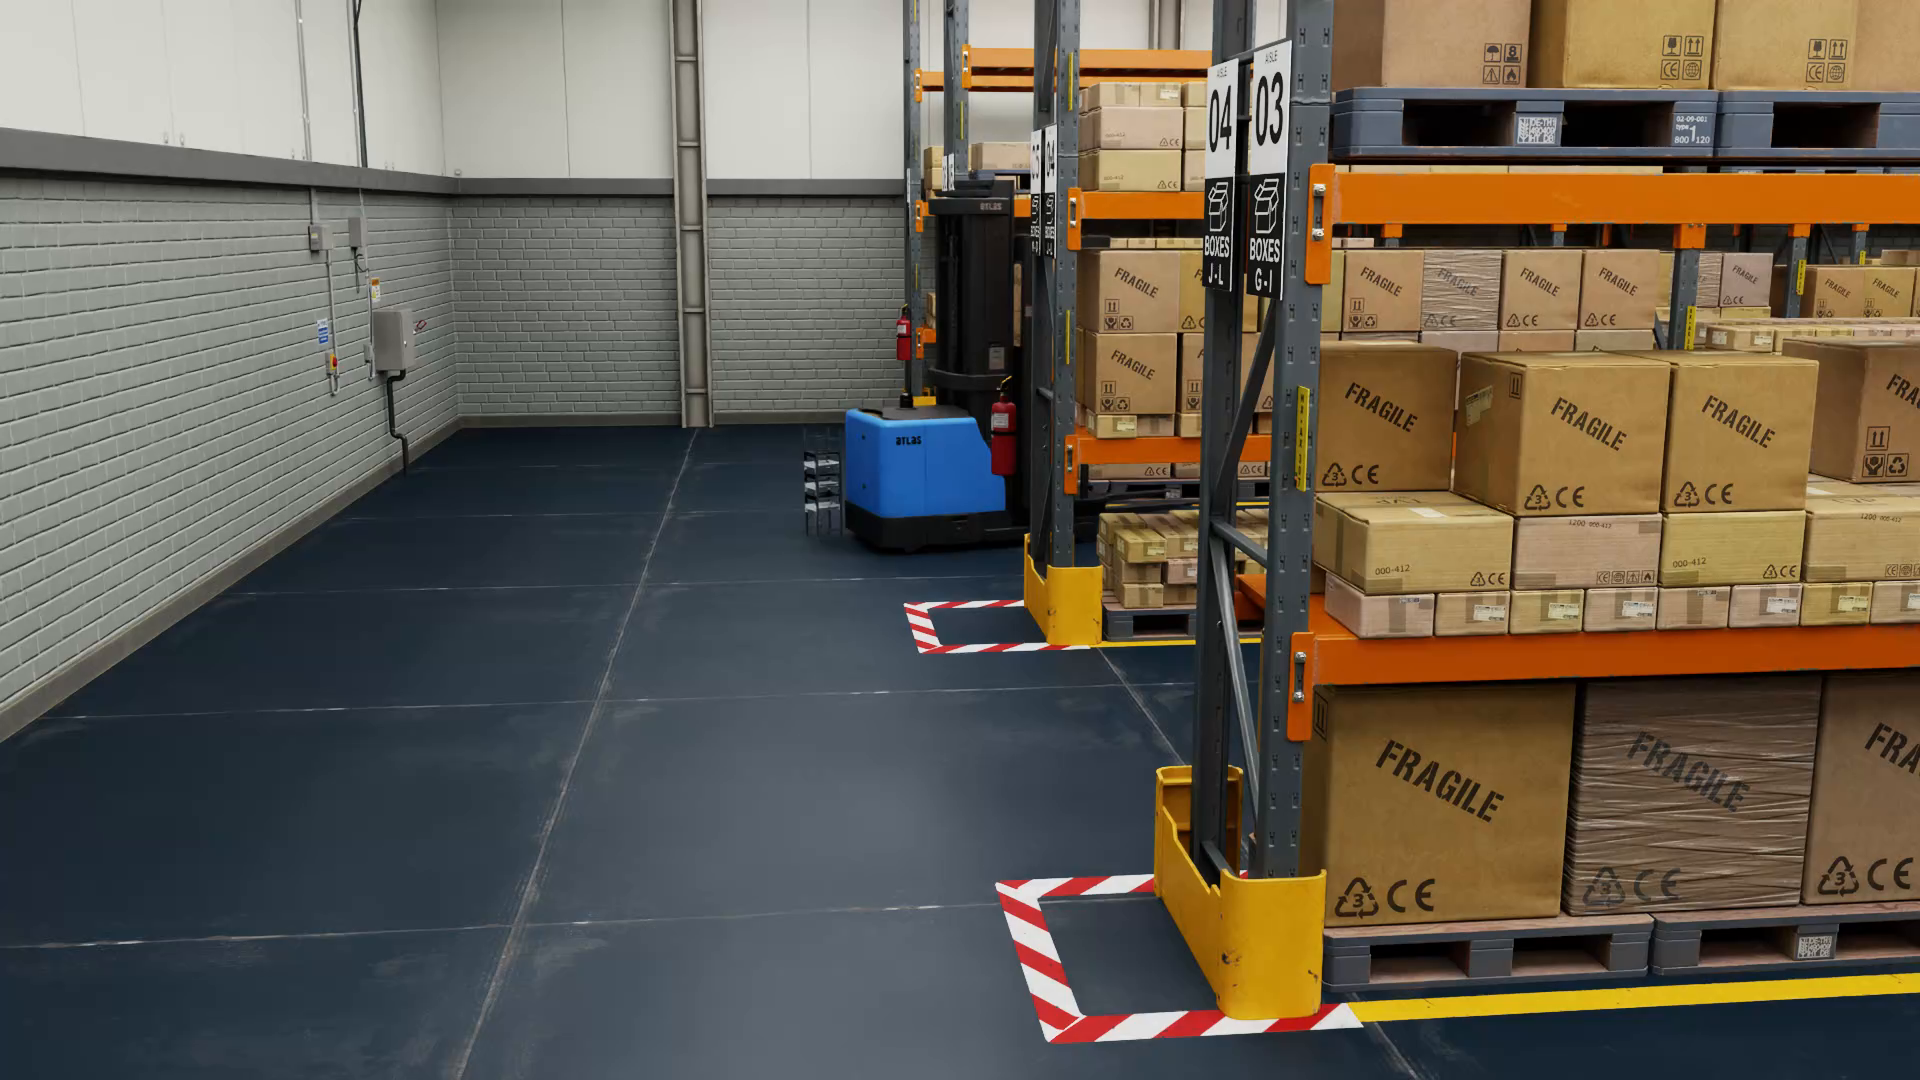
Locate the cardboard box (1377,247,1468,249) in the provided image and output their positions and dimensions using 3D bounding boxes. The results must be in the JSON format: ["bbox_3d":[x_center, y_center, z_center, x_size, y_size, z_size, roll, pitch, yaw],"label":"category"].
[{"bbox_3d":[3.079,-1.705,11.145,0.500,0.500,0.500,-1,11,-5],"label":"cardboard box"}]

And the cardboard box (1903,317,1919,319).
[{"bbox_3d":[6.762,-1.459,11.532,0.250,0.149,0.380,-1,11,-4],"label":"cardboard box"}]

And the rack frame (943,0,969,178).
[{"bbox_3d":[-0.039,-4.808,14.998,0.127,3.000,1.000,-1,11,-6],"label":"rack frame"}]

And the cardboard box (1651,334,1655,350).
[{"bbox_3d":[6.431,-1.876,16.025,0.500,0.250,0.500,-1,11,-7],"label":"cardboard box"}]

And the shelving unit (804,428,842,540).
[{"bbox_3d":[5.923,-1.354,10.256,8.543,4.044,13.591,-7,13,-32],"label":"shelving unit"}]

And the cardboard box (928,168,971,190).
[{"bbox_3d":[-0.109,-4.318,19.895,0.500,0.250,0.500,-1,11,-7],"label":"cardboard box"}]

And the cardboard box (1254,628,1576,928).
[{"bbox_3d":[1.658,0.844,6.220,0.875,0.875,0.875,-1,11,-6],"label":"cardboard box"}]

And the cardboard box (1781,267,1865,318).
[{"bbox_3d":[8.386,-2.397,16.168,0.500,0.500,0.500,-2,11,-8],"label":"cardboard box"}]

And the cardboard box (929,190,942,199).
[{"bbox_3d":[-0.237,-4.127,19.960,0.250,0.149,0.380,-1,11,-5],"label":"cardboard box"}]

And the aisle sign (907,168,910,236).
[{"bbox_3d":[-0.615,-4.034,19.874,0.004,0.787,0.394,-1,11,-6],"label":"aisle sign"}]

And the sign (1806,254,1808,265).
[{"bbox_3d":[11.289,-3.637,22.140,0.005,0.325,0.100,-1,11,-6],"label":"sign"}]

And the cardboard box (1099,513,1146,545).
[{"bbox_3d":[1.095,-0.076,11.239,0.250,0.149,0.380,-1,11,-5],"label":"cardboard box"}]

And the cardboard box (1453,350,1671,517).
[{"bbox_3d":[2.034,-0.373,5.664,0.500,0.500,0.500,-1,11,-7],"label":"cardboard box"}]

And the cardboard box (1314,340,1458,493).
[{"bbox_3d":[1.487,-0.465,6.131,0.500,0.500,0.500,-1,11,-5],"label":"cardboard box"}]

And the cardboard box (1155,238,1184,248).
[{"bbox_3d":[1.890,-2.701,15.299,0.250,0.149,0.380,-1,11,-7],"label":"cardboard box"}]

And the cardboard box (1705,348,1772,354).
[{"bbox_3d":[5.014,-1.150,10.731,0.250,0.149,0.380,-1,11,-5],"label":"cardboard box"}]

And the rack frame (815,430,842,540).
[{"bbox_3d":[-1.094,-0.458,13.862,0.240,0.900,0.006,-7,13,-32],"label":"rack frame"}]

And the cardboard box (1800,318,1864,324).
[{"bbox_3d":[5.980,-1.442,11.448,0.250,0.149,0.380,-2,11,-8],"label":"cardboard box"}]

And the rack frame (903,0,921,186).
[{"bbox_3d":[-0.579,-5.760,19.840,0.127,3.000,1.000,-1,11,-6],"label":"rack frame"}]

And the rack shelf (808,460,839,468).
[{"bbox_3d":[5.933,-1.650,10.198,8.524,3.440,13.581,-7,13,-32],"label":"rack shelf"}]

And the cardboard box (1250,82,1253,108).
[{"bbox_3d":[1.717,-2.718,10.202,0.250,0.149,0.380,-1,11,-5],"label":"cardboard box"}]

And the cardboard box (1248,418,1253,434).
[{"bbox_3d":[1.718,-0.778,10.703,0.250,0.149,0.380,-1,11,-3],"label":"cardboard box"}]

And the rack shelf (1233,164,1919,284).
[{"bbox_3d":[3.019,-1.125,5.902,4.000,0.370,1.077,-1,11,-6],"label":"rack shelf"}]

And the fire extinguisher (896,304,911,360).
[{"bbox_3d":[-0.676,-2.504,19.996,0.183,0.674,0.296,-1,11,-6],"label":"fire extinguisher"}]

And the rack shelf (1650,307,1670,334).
[{"bbox_3d":[6.444,-2.118,15.960,0.513,0.250,0.513,-1,11,-6],"label":"rack shelf"}]

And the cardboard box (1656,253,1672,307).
[{"bbox_3d":[6.424,-2.489,15.900,0.500,0.500,0.500,-1,11,-6],"label":"cardboard box"}]

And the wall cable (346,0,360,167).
[{"bbox_3d":[-5.743,-4.780,14.855,0.029,3.000,2.355,-1,11,-6],"label":"wall cable"}]

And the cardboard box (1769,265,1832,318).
[{"bbox_3d":[8.336,-2.495,16.665,0.500,0.500,0.500,-2,11,-8],"label":"cardboard box"}]

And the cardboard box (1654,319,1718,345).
[{"bbox_3d":[4.950,-1.421,11.342,0.250,0.149,0.380,-1,11,-3],"label":"cardboard box"}]

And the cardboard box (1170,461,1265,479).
[{"bbox_3d":[2.411,-0.886,16.150,0.875,0.438,0.875,-2,11,-8],"label":"cardboard box"}]

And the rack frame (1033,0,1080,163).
[{"bbox_3d":[0.596,-3.861,10.180,0.127,3.000,1.000,-1,11,-6],"label":"rack frame"}]

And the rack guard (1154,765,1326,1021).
[{"bbox_3d":[1.007,1.263,6.149,0.348,0.500,1.175,-1,11,-6],"label":"rack guard"}]

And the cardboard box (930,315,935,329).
[{"bbox_3d":[-0.223,-2.647,20.210,0.250,0.149,0.380,-1,11,-7],"label":"cardboard box"}]

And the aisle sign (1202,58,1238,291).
[{"bbox_3d":[0.927,-1.296,5.944,0.004,0.787,0.394,-1,11,-6],"label":"aisle sign"}]

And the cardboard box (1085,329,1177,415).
[{"bbox_3d":[1.072,-1.069,10.499,0.500,0.500,0.500,-1,11,-3],"label":"cardboard box"}]

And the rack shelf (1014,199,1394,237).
[{"bbox_3d":[1.949,-3.025,15.569,4.000,0.370,1.077,-1,11,-6],"label":"rack shelf"}]

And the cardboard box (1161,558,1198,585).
[{"bbox_3d":[1.423,0.173,10.744,0.250,0.149,0.380,-1,11,-6],"label":"cardboard box"}]

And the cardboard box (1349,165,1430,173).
[{"bbox_3d":[8.243,-2.977,13.463,12.308,0.399,5.552,-1,11,-6],"label":"cardboard box"}]

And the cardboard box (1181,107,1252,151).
[{"bbox_3d":[1.579,-2.531,10.285,0.500,0.250,0.500,-1,11,-7],"label":"cardboard box"}]

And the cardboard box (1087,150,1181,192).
[{"bbox_3d":[1.070,-2.276,10.282,0.529,0.250,0.529,-1,11,-7],"label":"cardboard box"}]

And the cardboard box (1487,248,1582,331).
[{"bbox_3d":[3.621,-1.613,10.674,0.500,0.500,0.500,-2,11,-8],"label":"cardboard box"}]

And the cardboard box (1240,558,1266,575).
[{"bbox_3d":[1.923,0.166,10.777,0.250,0.149,0.380,-1,11,-4],"label":"cardboard box"}]

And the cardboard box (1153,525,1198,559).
[{"bbox_3d":[1.414,0.009,10.807,0.250,0.149,0.380,-1,11,-5],"label":"cardboard box"}]

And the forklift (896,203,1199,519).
[{"bbox_3d":[2.352,-3.423,17.776,9.201,5.209,7.933,-4,12,-21],"label":"forklift"}]

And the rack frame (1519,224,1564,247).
[{"bbox_3d":[7.374,-2.983,21.266,0.127,3.000,1.000,-1,11,-6],"label":"rack frame"}]

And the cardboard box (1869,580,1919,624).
[{"bbox_3d":[3.209,0.177,5.844,0.250,0.149,0.380,-1,11,-5],"label":"cardboard box"}]

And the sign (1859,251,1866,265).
[{"bbox_3d":[11.419,-3.492,21.058,0.005,0.325,0.100,-1,11,-6],"label":"sign"}]

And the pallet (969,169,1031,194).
[{"bbox_3d":[0.697,-3.310,15.385,1.213,0.211,1.003,-1,11,-6],"label":"pallet"}]

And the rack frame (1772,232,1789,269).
[{"bbox_3d":[7.913,-2.032,16.428,0.053,2.616,0.949,-1,11,-6],"label":"rack frame"}]

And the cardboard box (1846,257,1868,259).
[{"bbox_3d":[11.889,-3.642,21.904,0.250,0.149,0.380,-2,11,-8],"label":"cardboard box"}]

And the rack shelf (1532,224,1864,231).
[{"bbox_3d":[9.362,-4.144,21.258,4.000,0.370,1.077,-1,11,-6],"label":"rack shelf"}]

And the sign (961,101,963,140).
[{"bbox_3d":[0.015,-3.698,14.654,0.005,0.325,0.100,-1,11,-6],"label":"sign"}]

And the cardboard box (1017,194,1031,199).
[{"bbox_3d":[0.796,-4.132,19.985,0.250,0.149,0.380,-1,11,-6],"label":"cardboard box"}]

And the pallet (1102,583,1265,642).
[{"bbox_3d":[1.483,0.439,11.088,1.213,0.211,1.003,-1,11,-6],"label":"pallet"}]

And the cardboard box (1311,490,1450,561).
[{"bbox_3d":[1.484,-0.098,6.206,0.500,0.250,0.500,-1,11,-7],"label":"cardboard box"}]
